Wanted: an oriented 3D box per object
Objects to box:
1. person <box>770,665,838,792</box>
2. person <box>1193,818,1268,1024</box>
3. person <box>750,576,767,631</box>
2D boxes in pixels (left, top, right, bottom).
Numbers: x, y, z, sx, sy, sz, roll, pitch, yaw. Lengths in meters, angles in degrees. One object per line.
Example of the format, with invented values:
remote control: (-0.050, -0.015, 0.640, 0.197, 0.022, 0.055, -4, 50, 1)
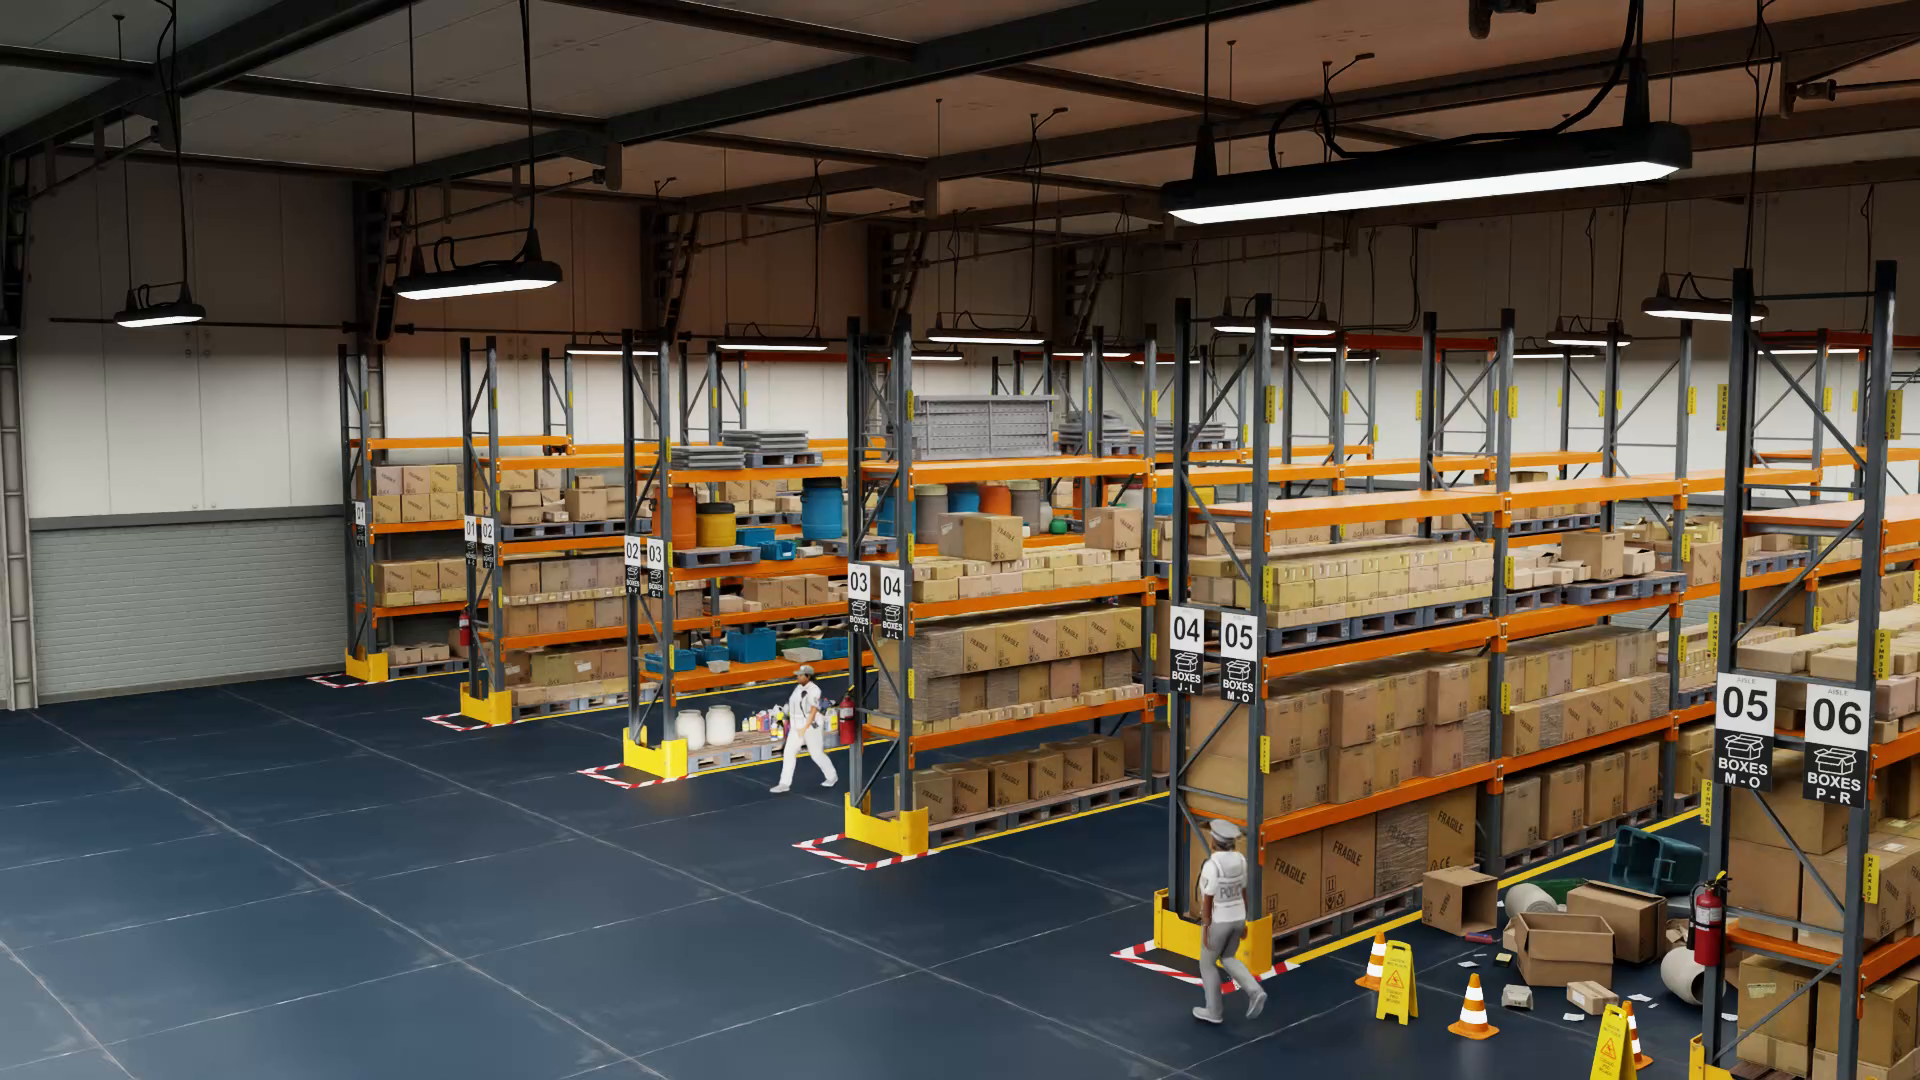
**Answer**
person: (-2.010, 2.419, 21.451, 0.950, 1.617, 0.506, -5, 7, -42)
person: (2.173, 3.105, 13.490, 0.455, 1.670, 0.619, -5, 7, -42)
person: (-3.943, 1.491, 32.042, 0.425, 1.576, 0.454, -3, 6, -32)
